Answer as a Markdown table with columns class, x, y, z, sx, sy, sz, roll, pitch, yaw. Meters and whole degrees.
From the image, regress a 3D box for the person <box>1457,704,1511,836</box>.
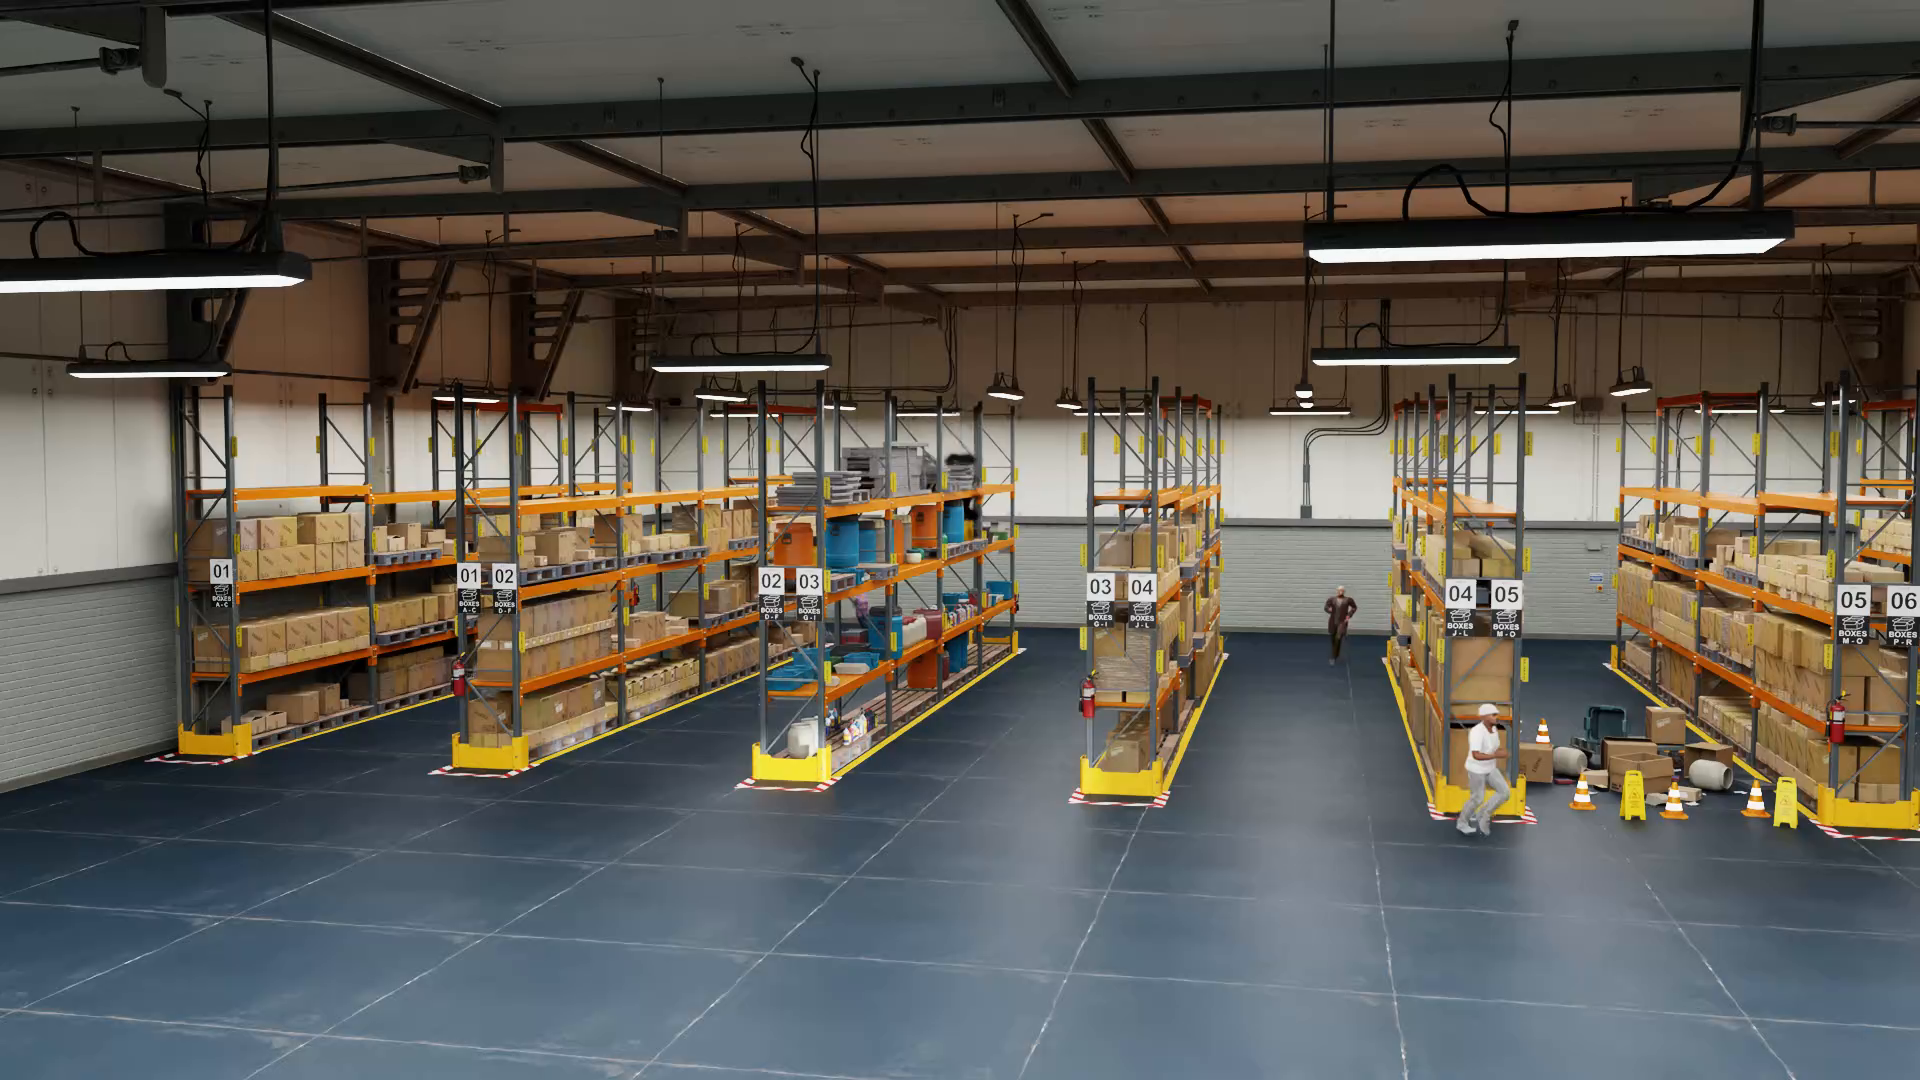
| class | x | y | z | sx | sy | sz | roll | pitch | yaw |
| --- | --- | --- | --- | --- | --- | --- | --- | --- | --- |
| person | 6.696 | 2.927 | 21.212 | 0.739 | 1.712 | 0.779 | -3 | 4 | -44 |

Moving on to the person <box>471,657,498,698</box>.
| class | x | y | z | sx | sy | sz | roll | pitch | yaw |
| --- | --- | --- | --- | --- | --- | --- | --- | --- | --- |
| person | -8.254 | 2.575 | 29.117 | 0.648 | 1.651 | 0.640 | 0 | 3 | 5 |

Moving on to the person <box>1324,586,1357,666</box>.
| class | x | y | z | sx | sy | sz | roll | pitch | yaw |
| --- | --- | --- | --- | --- | --- | --- | --- | --- | --- |
| person | 8.764 | 1.964 | 38.414 | 0.712 | 1.825 | 0.927 | 2 | 4 | 31 |

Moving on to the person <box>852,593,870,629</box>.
| class | x | y | z | sx | sy | sz | roll | pitch | yaw |
| --- | --- | --- | --- | --- | --- | --- | --- | --- | --- |
| person | -2.434 | 1.877 | 42.035 | 0.676 | 1.503 | 0.630 | -2 | 4 | -32 |
